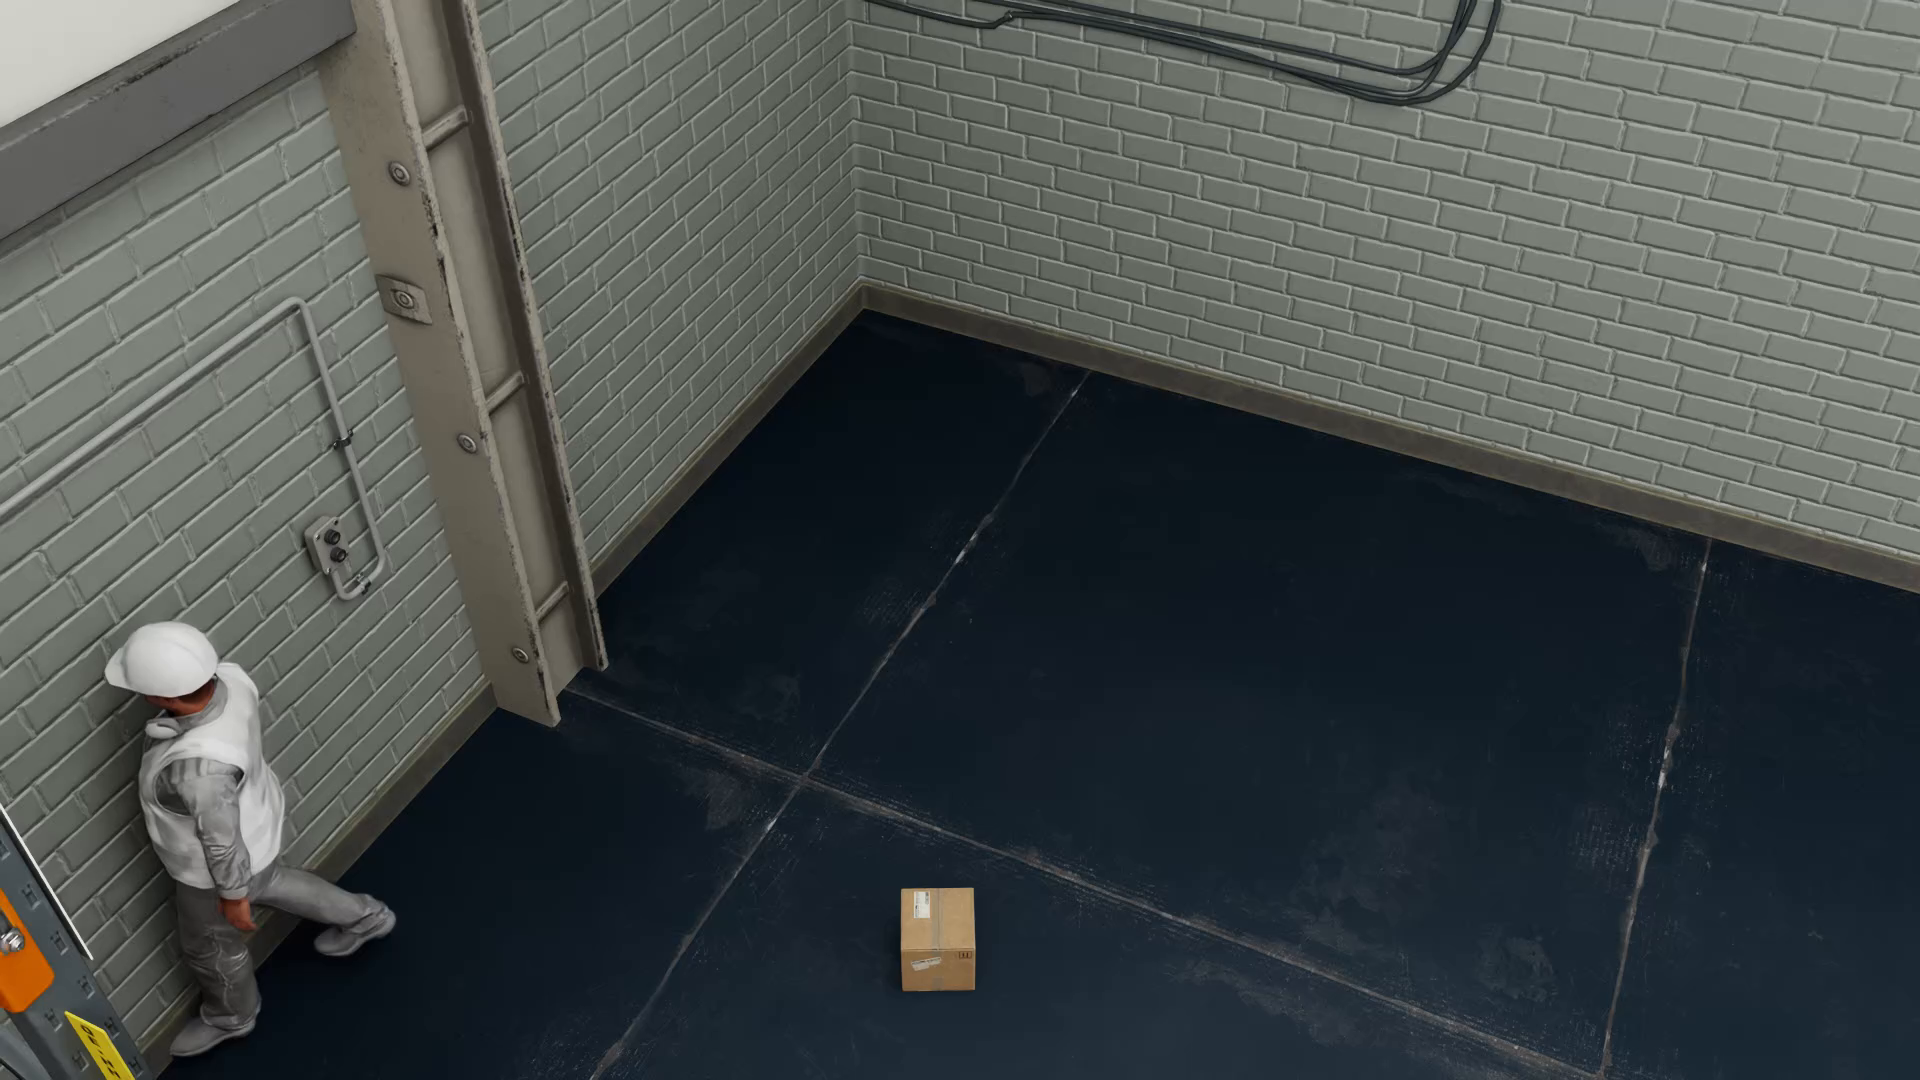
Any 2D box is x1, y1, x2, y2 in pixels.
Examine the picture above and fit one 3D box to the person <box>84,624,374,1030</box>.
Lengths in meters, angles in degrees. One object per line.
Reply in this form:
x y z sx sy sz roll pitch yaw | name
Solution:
-2.341 0.889 5.093 0.733 1.697 0.555 -8 42 -8 | person
